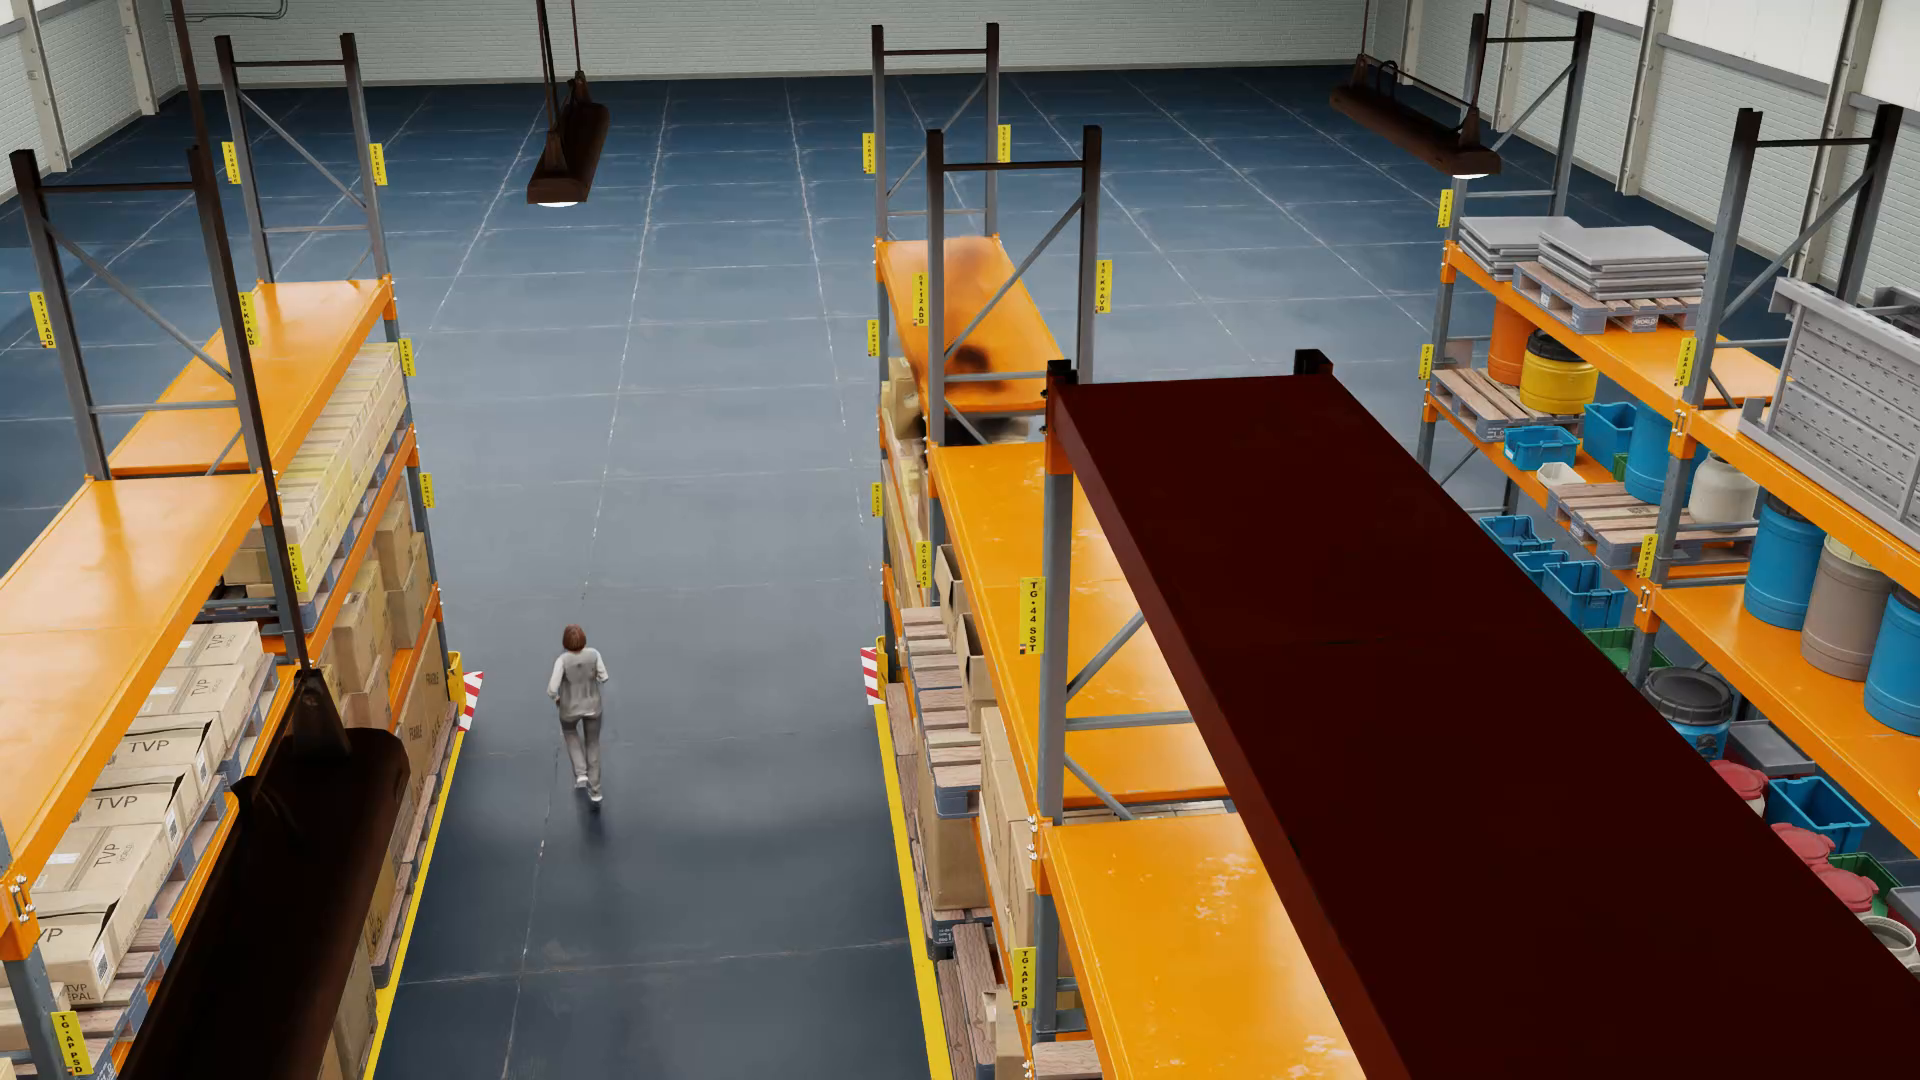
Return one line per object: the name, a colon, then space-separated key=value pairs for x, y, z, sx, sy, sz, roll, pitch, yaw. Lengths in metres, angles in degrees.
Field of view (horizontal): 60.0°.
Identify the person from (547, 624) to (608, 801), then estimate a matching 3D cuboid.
person: x=-3.136 y=1.401 z=13.716 sx=0.514 sy=1.616 sz=0.640 roll=-8 pitch=27 yaw=-17
